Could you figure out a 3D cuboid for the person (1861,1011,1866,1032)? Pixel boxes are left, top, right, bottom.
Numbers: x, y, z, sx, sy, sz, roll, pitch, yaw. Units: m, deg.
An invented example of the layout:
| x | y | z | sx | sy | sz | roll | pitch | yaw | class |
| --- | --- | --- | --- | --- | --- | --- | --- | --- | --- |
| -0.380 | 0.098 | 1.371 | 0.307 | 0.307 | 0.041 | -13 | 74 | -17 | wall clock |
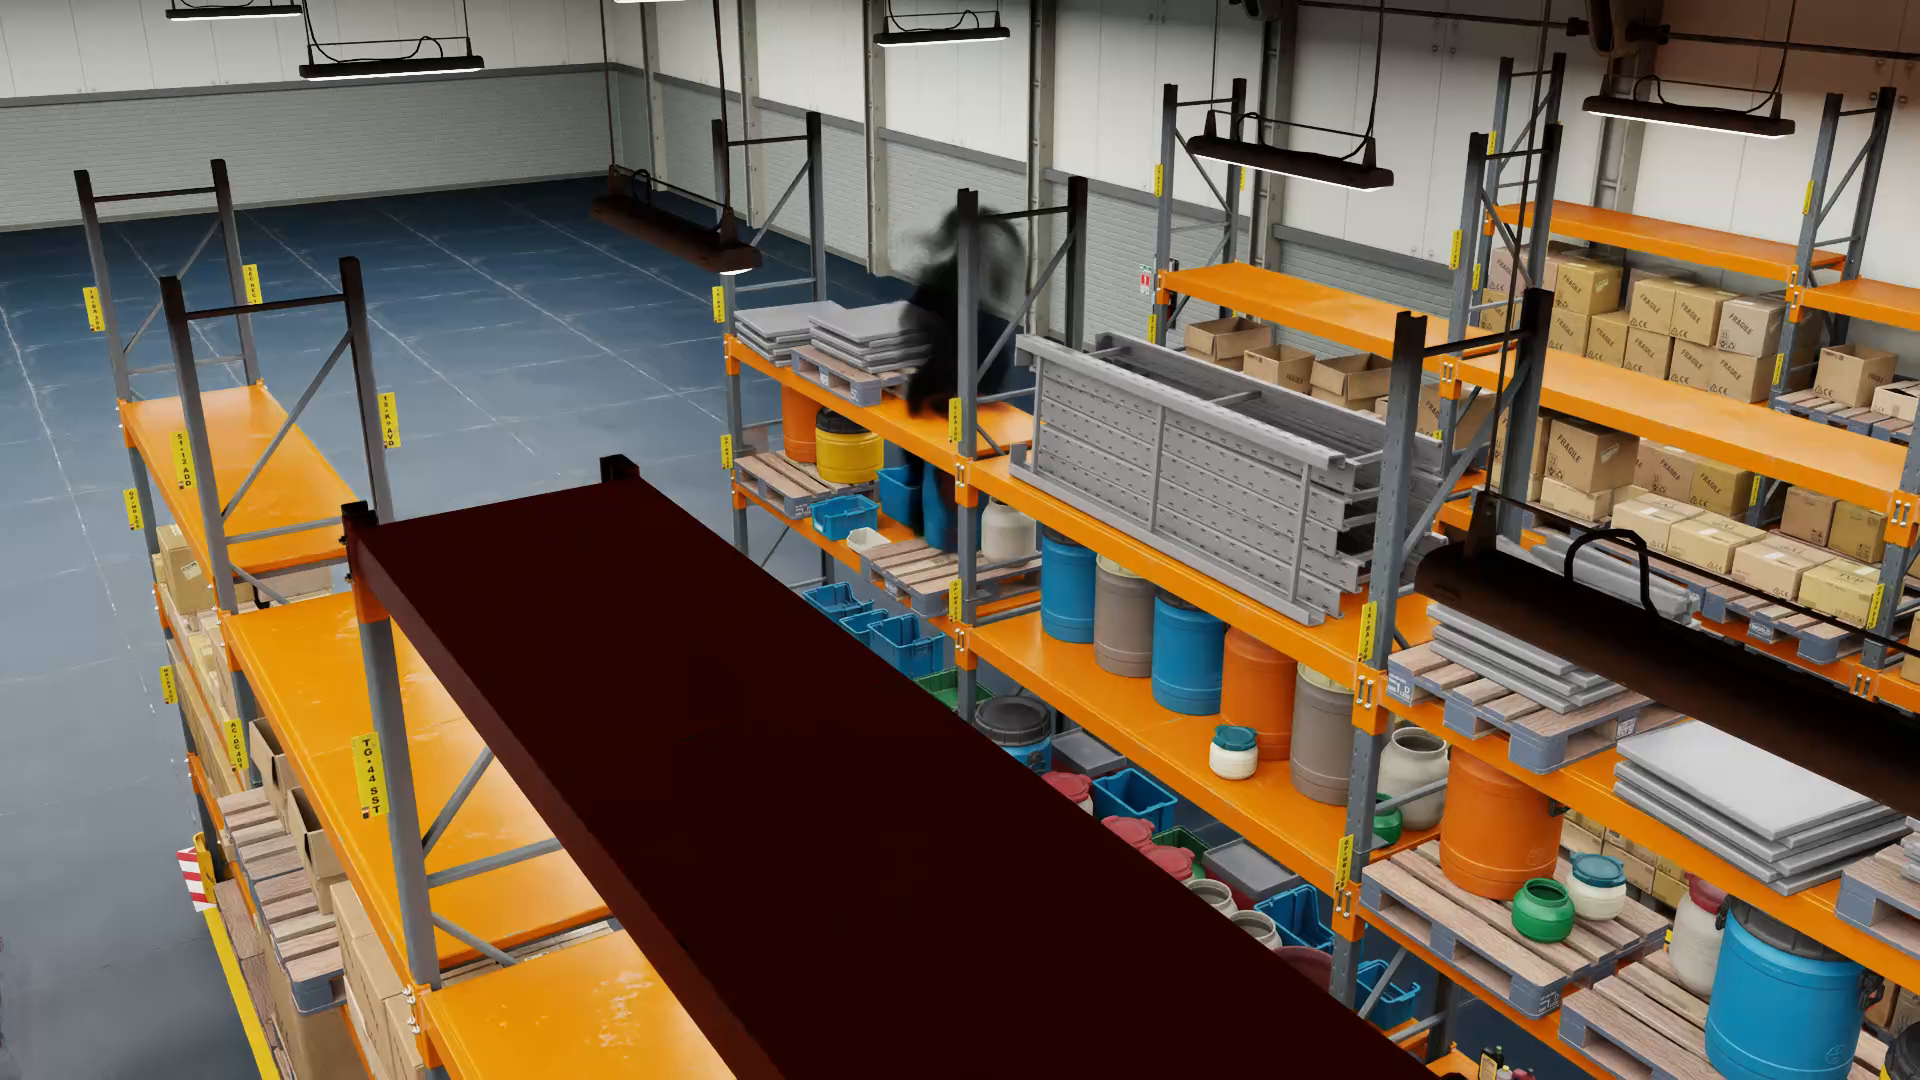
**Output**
| x | y | z | sx | sy | sz | roll | pitch | yaw | class |
| --- | --- | --- | --- | --- | --- | --- | --- | --- | --- |
| 5.312 | 3.521 | 10.262 | 0.657 | 1.771 | 0.863 | -20 | 30 | -41 | person |
